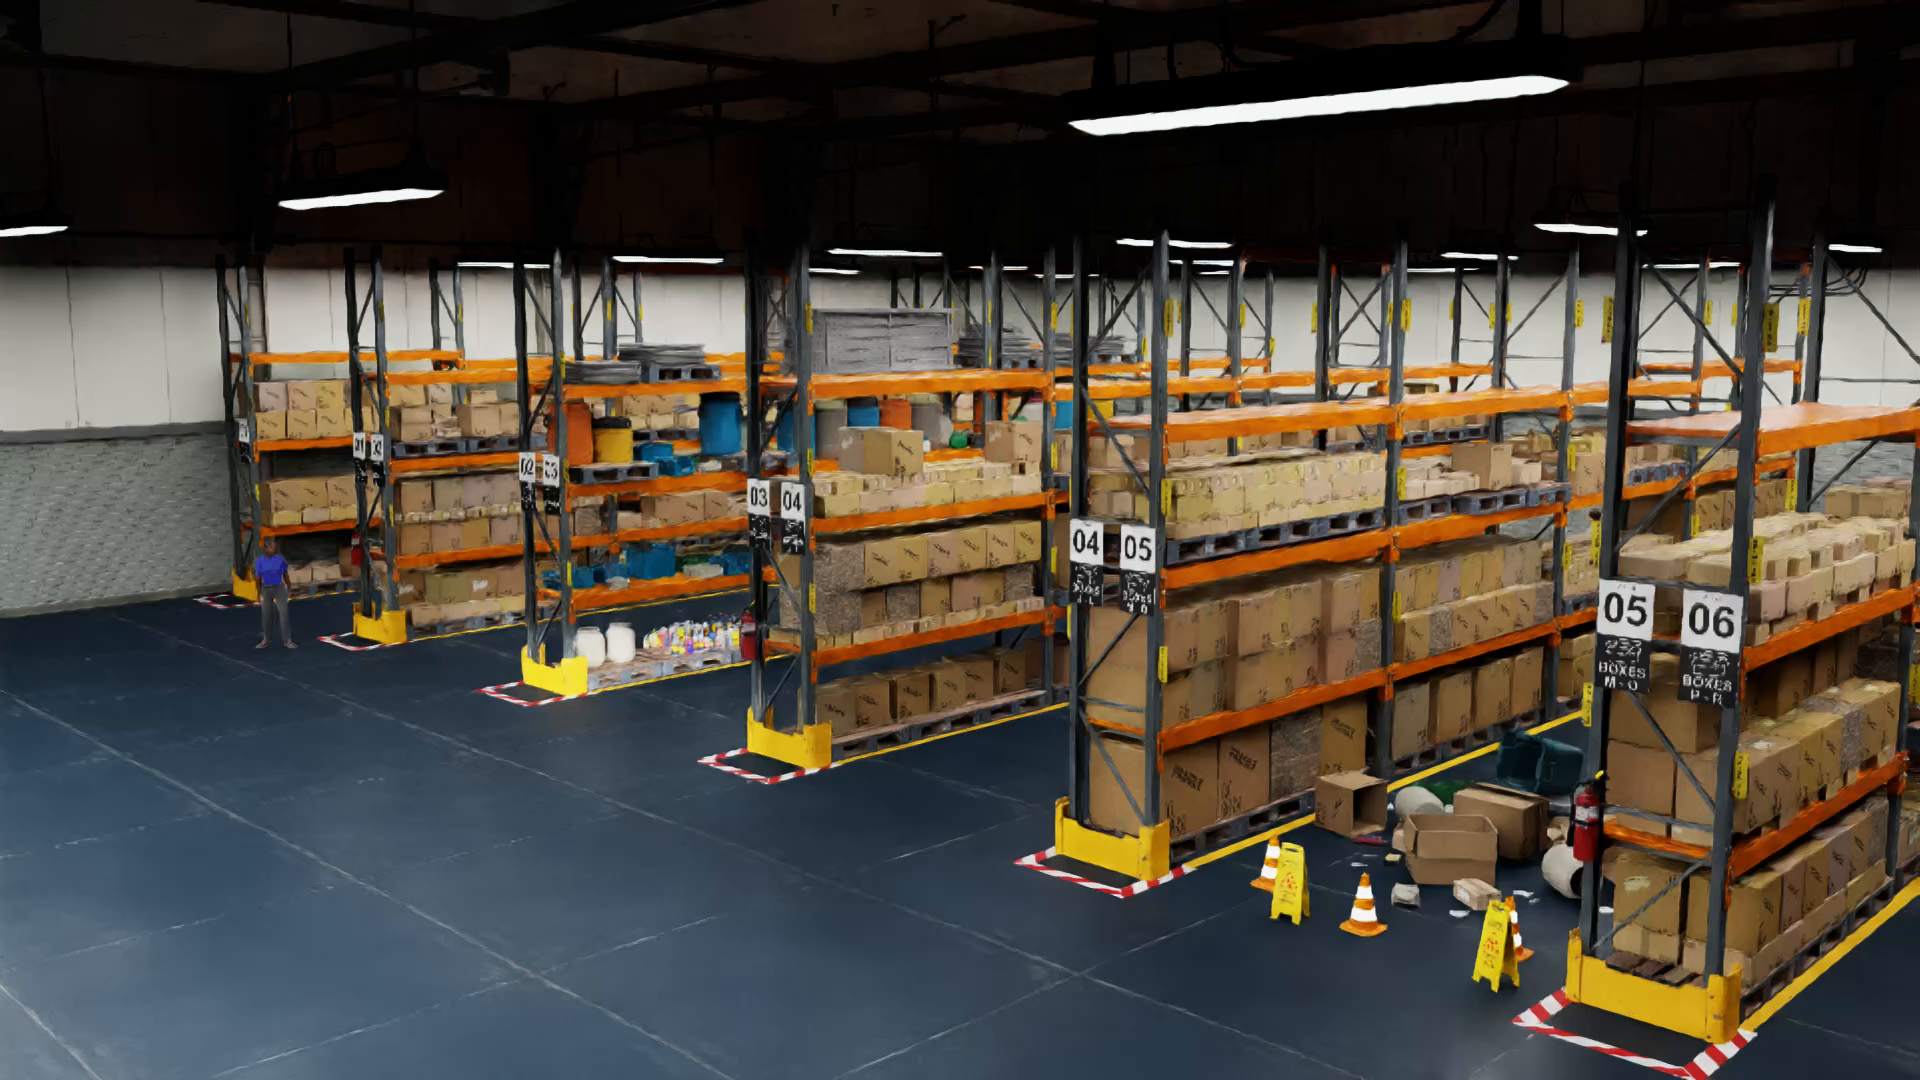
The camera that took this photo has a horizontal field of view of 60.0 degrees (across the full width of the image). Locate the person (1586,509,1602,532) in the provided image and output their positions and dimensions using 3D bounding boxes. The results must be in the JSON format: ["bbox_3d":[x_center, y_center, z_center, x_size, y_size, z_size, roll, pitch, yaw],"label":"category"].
[{"bbox_3d":[10.838,0.300,28.500,0.488,1.672,0.557,6,10,37],"label":"person"}]

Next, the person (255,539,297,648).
[{"bbox_3d":[-10.334,0.801,25.008,0.568,1.662,0.418,-4,9,-25],"label":"person"}]
